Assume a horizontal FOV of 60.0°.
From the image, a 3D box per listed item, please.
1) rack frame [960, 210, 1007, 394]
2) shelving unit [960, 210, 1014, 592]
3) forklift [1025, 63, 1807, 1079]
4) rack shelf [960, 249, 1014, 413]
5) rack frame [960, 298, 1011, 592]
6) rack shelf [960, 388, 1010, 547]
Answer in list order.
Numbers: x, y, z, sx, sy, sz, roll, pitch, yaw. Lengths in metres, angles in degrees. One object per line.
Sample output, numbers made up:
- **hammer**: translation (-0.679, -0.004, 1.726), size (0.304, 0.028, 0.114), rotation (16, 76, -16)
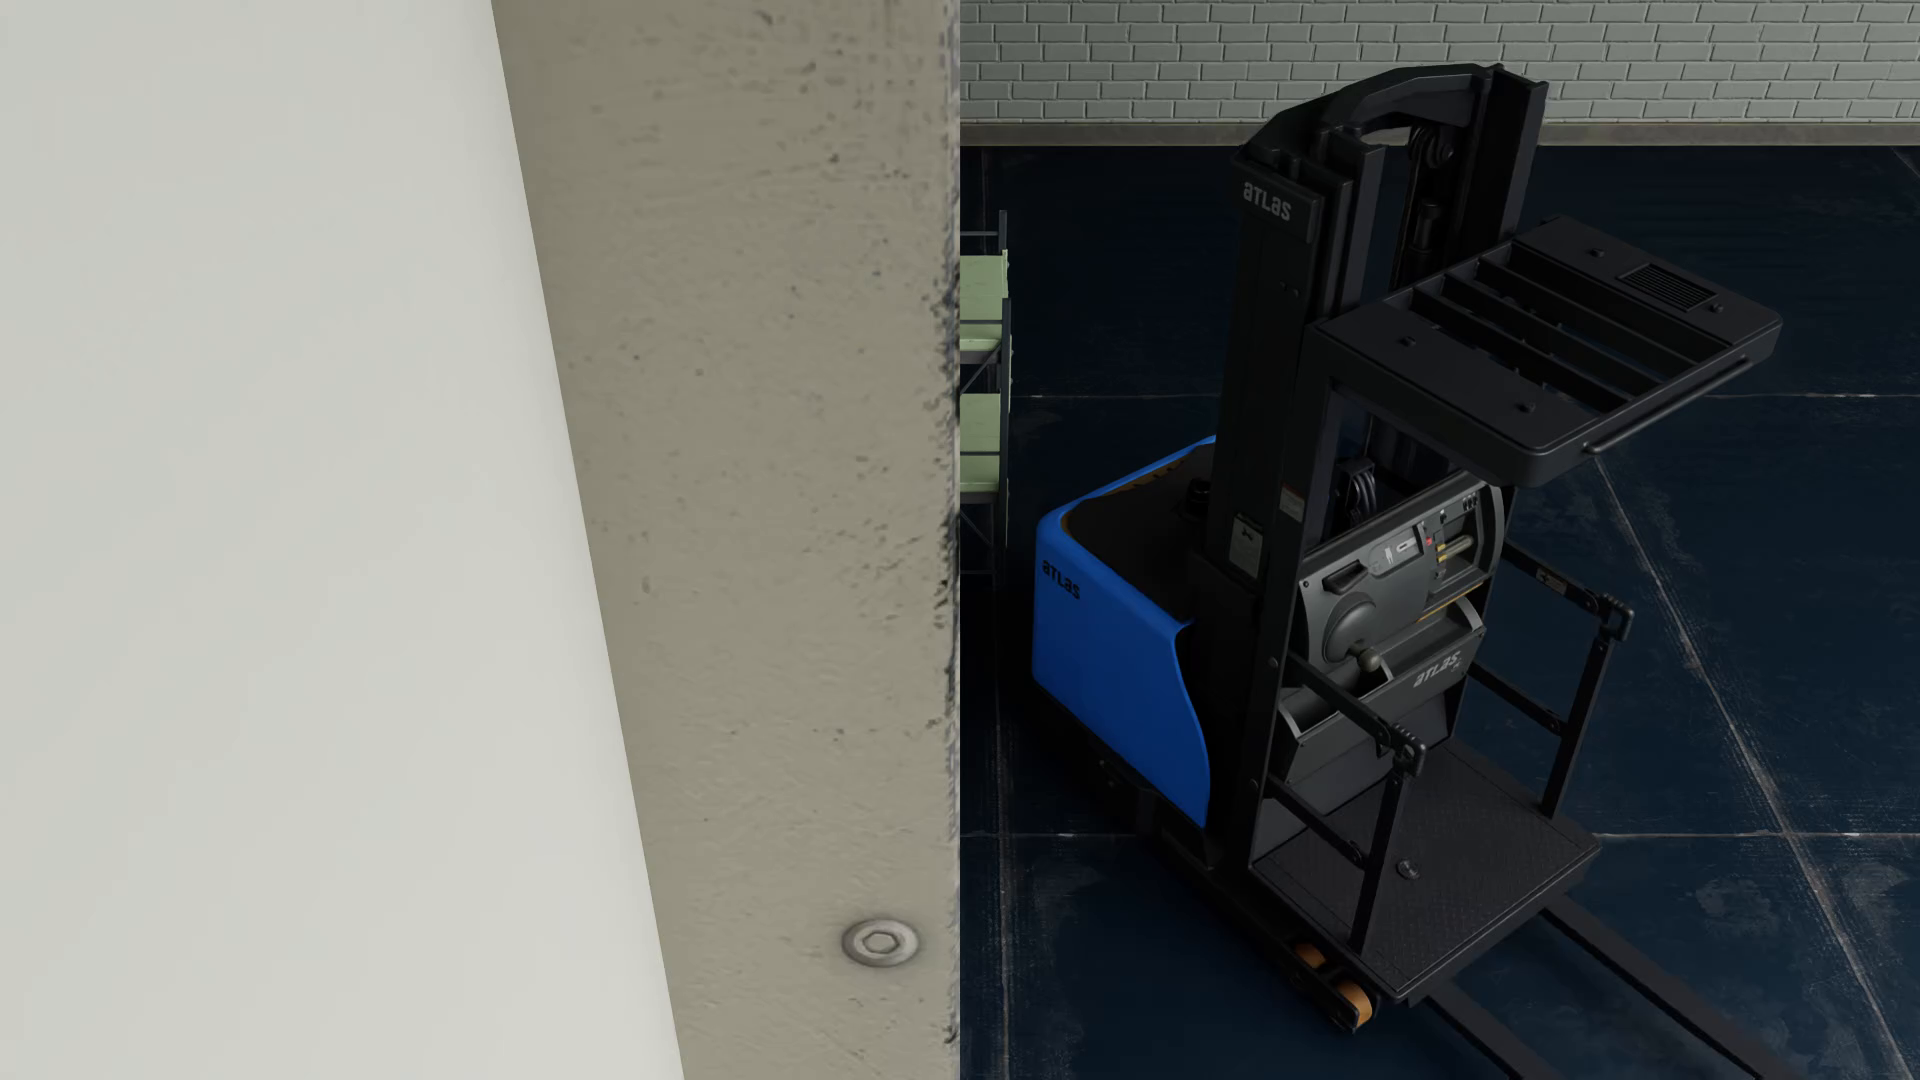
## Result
- **rack frame**: translation (0.000, -0.818, 7.572), size (0.400, 1.500, 0.023), rotation (0, 39, 0)
- **shelving unit**: translation (0.000, -0.589, 7.286), size (0.431, 1.500, 0.755), rotation (0, 39, 0)
- **forklift**: translation (1.550, 0.170, 5.194), size (1.130, 2.935, 3.031), rotation (-25, 45, -28)
- **rack shelf**: translation (0.000, -0.894, 7.042), size (0.431, 0.370, 0.720), rotation (0, 39, 0)
- **rack frame**: translation (0.000, -0.361, 7.001), size (0.400, 1.500, 0.023), rotation (0, 39, 0)
- **rack shelf**: translation (0.000, -0.335, 7.490), size (0.431, 0.370, 0.720), rotation (0, 39, 0)
